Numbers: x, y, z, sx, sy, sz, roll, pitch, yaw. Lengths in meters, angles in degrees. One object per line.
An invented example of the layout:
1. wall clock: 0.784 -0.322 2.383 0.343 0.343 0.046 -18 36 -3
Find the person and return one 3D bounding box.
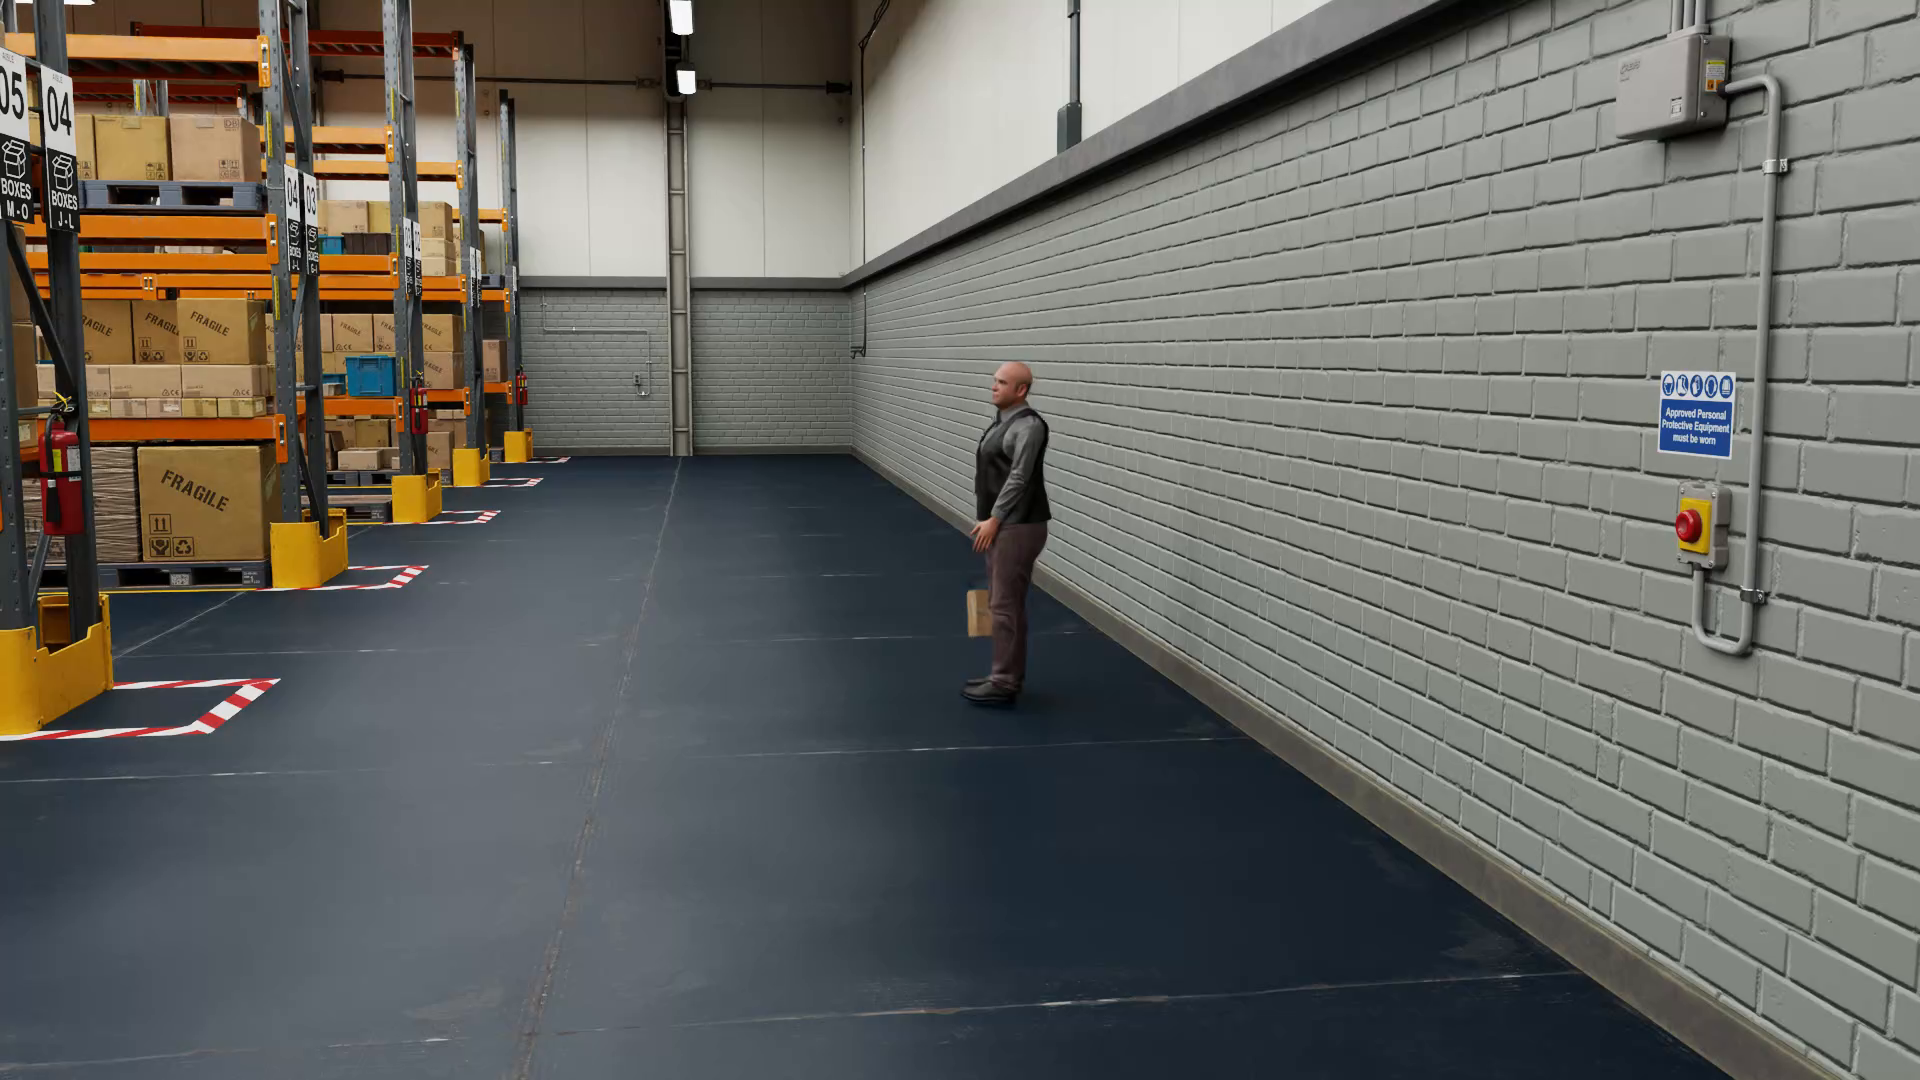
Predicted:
1. person: 0.205 -0.044 8.504 0.459 1.731 0.573 -1 7 -13
